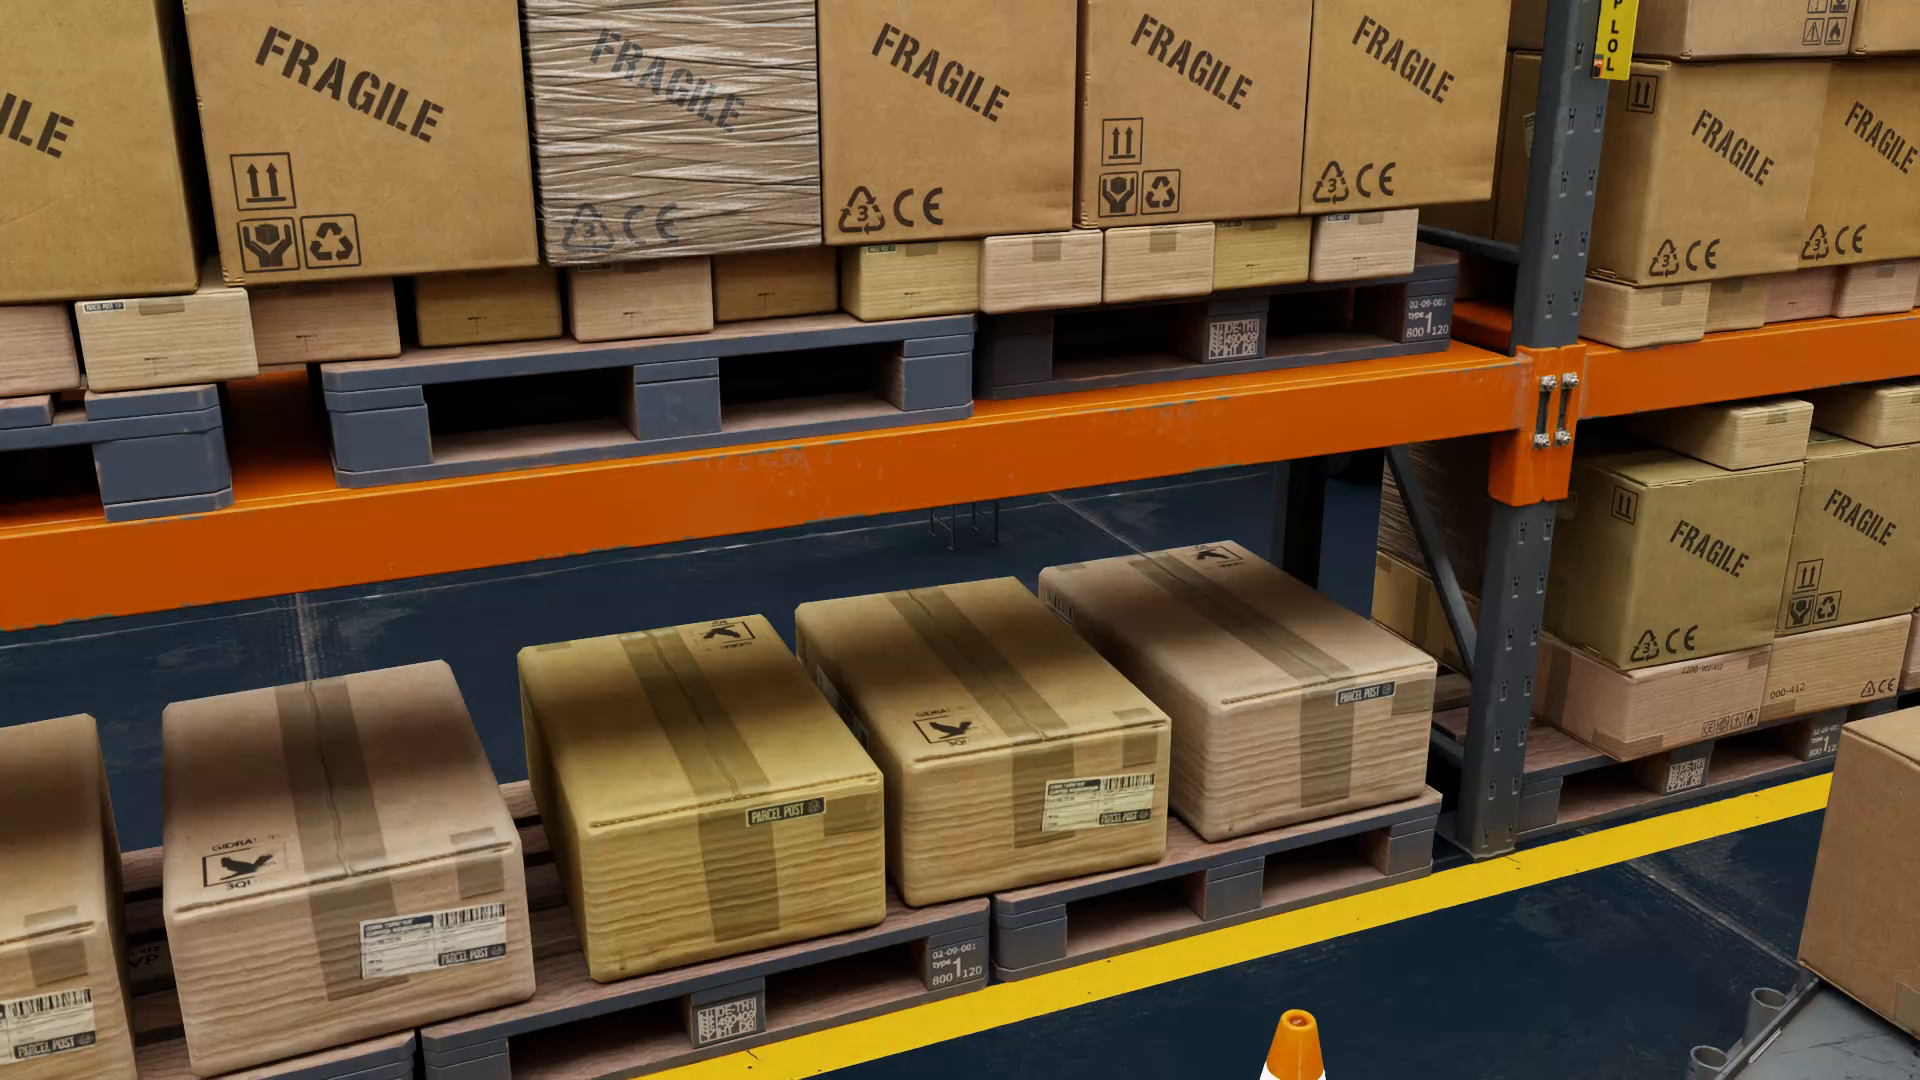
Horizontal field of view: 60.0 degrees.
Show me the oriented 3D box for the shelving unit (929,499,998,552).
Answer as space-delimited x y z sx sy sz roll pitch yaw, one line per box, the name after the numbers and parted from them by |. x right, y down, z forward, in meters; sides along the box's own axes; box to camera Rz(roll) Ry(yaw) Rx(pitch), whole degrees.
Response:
0.013 -0.568 6.328 0.189 1.200 0.258 -8 21 -22 | shelving unit

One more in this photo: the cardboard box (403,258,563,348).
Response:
-0.903 -0.480 3.116 0.250 0.149 0.380 -7 21 -20 | cardboard box

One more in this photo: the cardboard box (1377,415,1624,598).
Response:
1.598 -0.172 4.873 0.500 0.500 0.500 -8 21 -23 | cardboard box

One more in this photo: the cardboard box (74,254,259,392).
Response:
-1.337 -0.376 2.819 0.250 0.149 0.380 -8 21 -22 | cardboard box

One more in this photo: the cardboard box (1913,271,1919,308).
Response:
2.493 -0.743 4.493 0.250 0.149 0.380 -8 21 -22 | cardboard box

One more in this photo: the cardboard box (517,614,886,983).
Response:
-0.617 0.541 3.793 0.625 0.372 0.950 -7 21 -20 | cardboard box

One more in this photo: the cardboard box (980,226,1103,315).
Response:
0.093 -0.577 3.389 0.250 0.149 0.380 -8 21 -21 | cardboard box

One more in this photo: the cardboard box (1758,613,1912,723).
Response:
2.295 0.272 4.740 0.500 0.250 0.500 -7 21 -19 | cardboard box

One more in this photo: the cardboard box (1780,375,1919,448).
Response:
2.419 -0.380 4.487 0.250 0.149 0.380 -7 21 -20 | cardboard box

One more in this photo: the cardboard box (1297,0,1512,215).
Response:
0.827 -1.012 3.650 0.500 0.500 0.500 -9 21 -23 | cardboard box

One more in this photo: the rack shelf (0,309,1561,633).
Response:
-0.676 -0.155 3.529 4.000 0.370 1.077 -8 21 -22 | rack shelf

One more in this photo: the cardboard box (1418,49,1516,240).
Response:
1.470 -1.079 4.472 0.500 0.500 0.500 -9 21 -23 | cardboard box

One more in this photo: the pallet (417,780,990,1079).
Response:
-0.676 0.822 3.869 1.213 0.211 1.003 -8 21 -22 | pallet

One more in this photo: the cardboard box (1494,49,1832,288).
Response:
1.675 -0.918 4.014 0.500 0.500 0.500 -8 21 -22 | cardboard box

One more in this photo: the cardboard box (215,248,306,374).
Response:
-3.307 -0.989 7.757 0.625 0.625 0.875 -7 21 -20 | cardboard box

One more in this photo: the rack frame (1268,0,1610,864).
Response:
1.161 -0.758 4.157 0.127 3.000 1.000 -8 21 -22 | rack frame

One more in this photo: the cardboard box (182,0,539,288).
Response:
-1.047 -0.748 2.900 0.500 0.500 0.500 -8 21 -21 | cardboard box

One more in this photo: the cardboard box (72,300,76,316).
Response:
-1.873 -0.530 3.257 0.250 0.149 0.380 -8 21 -22 | cardboard box

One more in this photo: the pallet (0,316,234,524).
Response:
-1.900 -0.267 3.053 1.003 0.211 1.213 -8 21 -22 | pallet

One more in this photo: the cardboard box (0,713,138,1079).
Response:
-1.989 0.739 3.232 0.625 0.372 0.950 -10 22 -26 | cardboard box

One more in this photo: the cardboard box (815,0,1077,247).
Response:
-0.104 -0.881 3.276 0.500 0.500 0.500 -7 21 -20 | cardboard box

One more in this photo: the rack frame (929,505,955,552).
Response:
-0.071 -0.556 6.294 0.006 1.200 0.240 -8 21 -22 | rack frame

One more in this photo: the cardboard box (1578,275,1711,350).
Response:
1.577 -0.583 4.039 0.250 0.149 0.380 -8 21 -22 | cardboard box

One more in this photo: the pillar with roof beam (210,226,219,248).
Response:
-1.936 -3.708 3.503 0.400 9.000 9.100 -8 21 -22 | pillar with roof beam

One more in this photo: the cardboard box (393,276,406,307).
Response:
-1.111 -0.596 3.443 0.250 0.149 0.380 -8 21 -22 | cardboard box

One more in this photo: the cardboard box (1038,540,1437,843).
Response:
0.680 0.354 4.326 0.625 0.372 0.950 -8 21 -21 | cardboard box

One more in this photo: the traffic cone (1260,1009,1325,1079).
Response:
0.577 1.029 2.903 0.334 0.463 0.336 -8 21 -22 | traffic cone

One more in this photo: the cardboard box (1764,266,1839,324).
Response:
2.020 -0.676 4.304 0.250 0.149 0.380 -8 21 -22 | cardboard box

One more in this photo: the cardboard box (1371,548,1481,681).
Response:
1.597 0.182 4.998 0.500 0.250 0.500 -7 21 -19 | cardboard box

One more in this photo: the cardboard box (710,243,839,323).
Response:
-0.428 -0.552 3.320 0.250 0.149 0.380 -9 21 -24 | cardboard box

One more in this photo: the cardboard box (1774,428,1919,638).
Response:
2.296 -0.082 4.616 0.500 0.500 0.500 -7 21 -20 | cardboard box

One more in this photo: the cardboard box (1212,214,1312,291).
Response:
0.548 -0.656 3.614 0.250 0.149 0.380 -9 21 -24 | cardboard box

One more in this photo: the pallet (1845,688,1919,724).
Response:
2.885 0.297 5.361 1.213 0.211 1.003 -8 21 -22 | pallet

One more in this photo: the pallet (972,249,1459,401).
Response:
0.401 -0.611 4.029 1.213 0.211 1.003 -8 21 -22 | pallet

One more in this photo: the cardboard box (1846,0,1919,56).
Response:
2.128 -1.469 4.073 0.500 0.500 0.700 -8 21 -22 | cardboard box
